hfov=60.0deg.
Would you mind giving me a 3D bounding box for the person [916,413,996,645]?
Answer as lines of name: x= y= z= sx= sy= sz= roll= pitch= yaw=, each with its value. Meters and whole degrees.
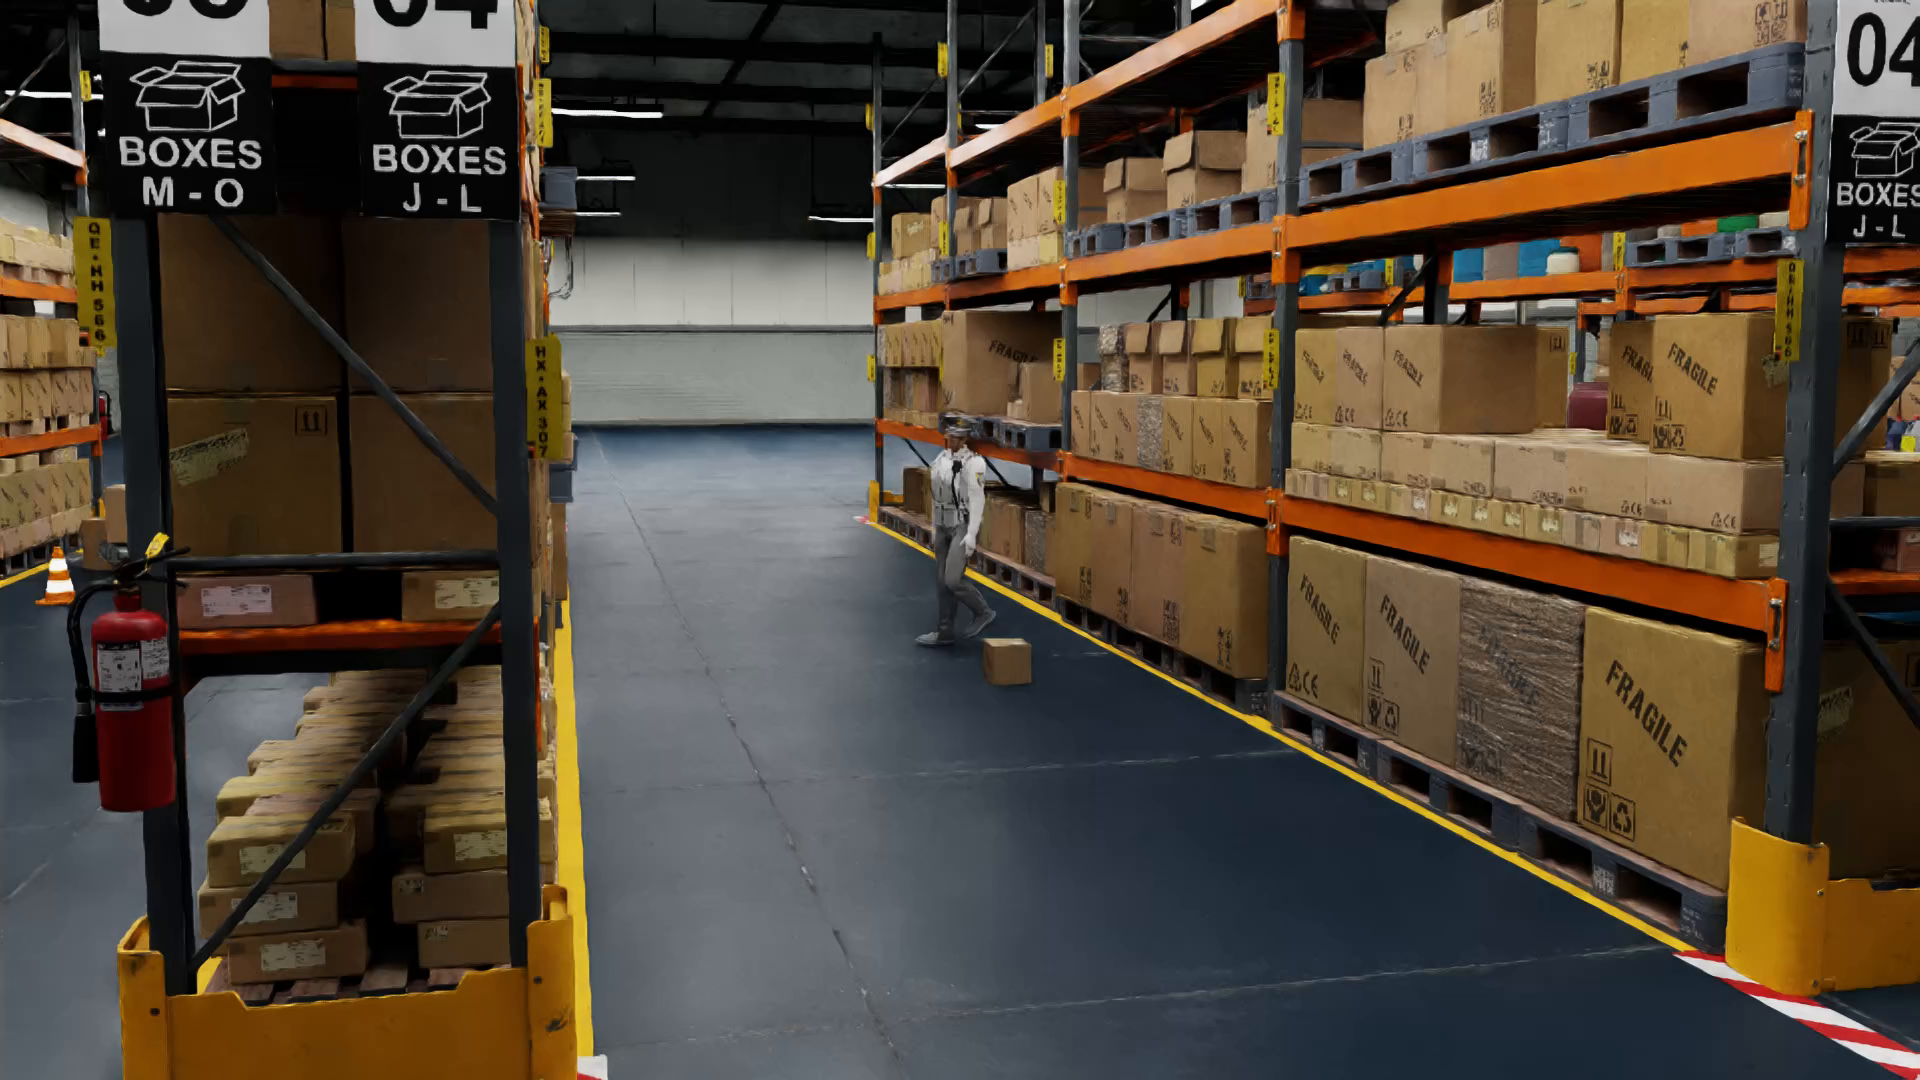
person: x=-0.002 y=-0.067 z=11.684 sx=0.438 sy=1.647 sz=0.552 roll=-5 pitch=8 yaw=-38
